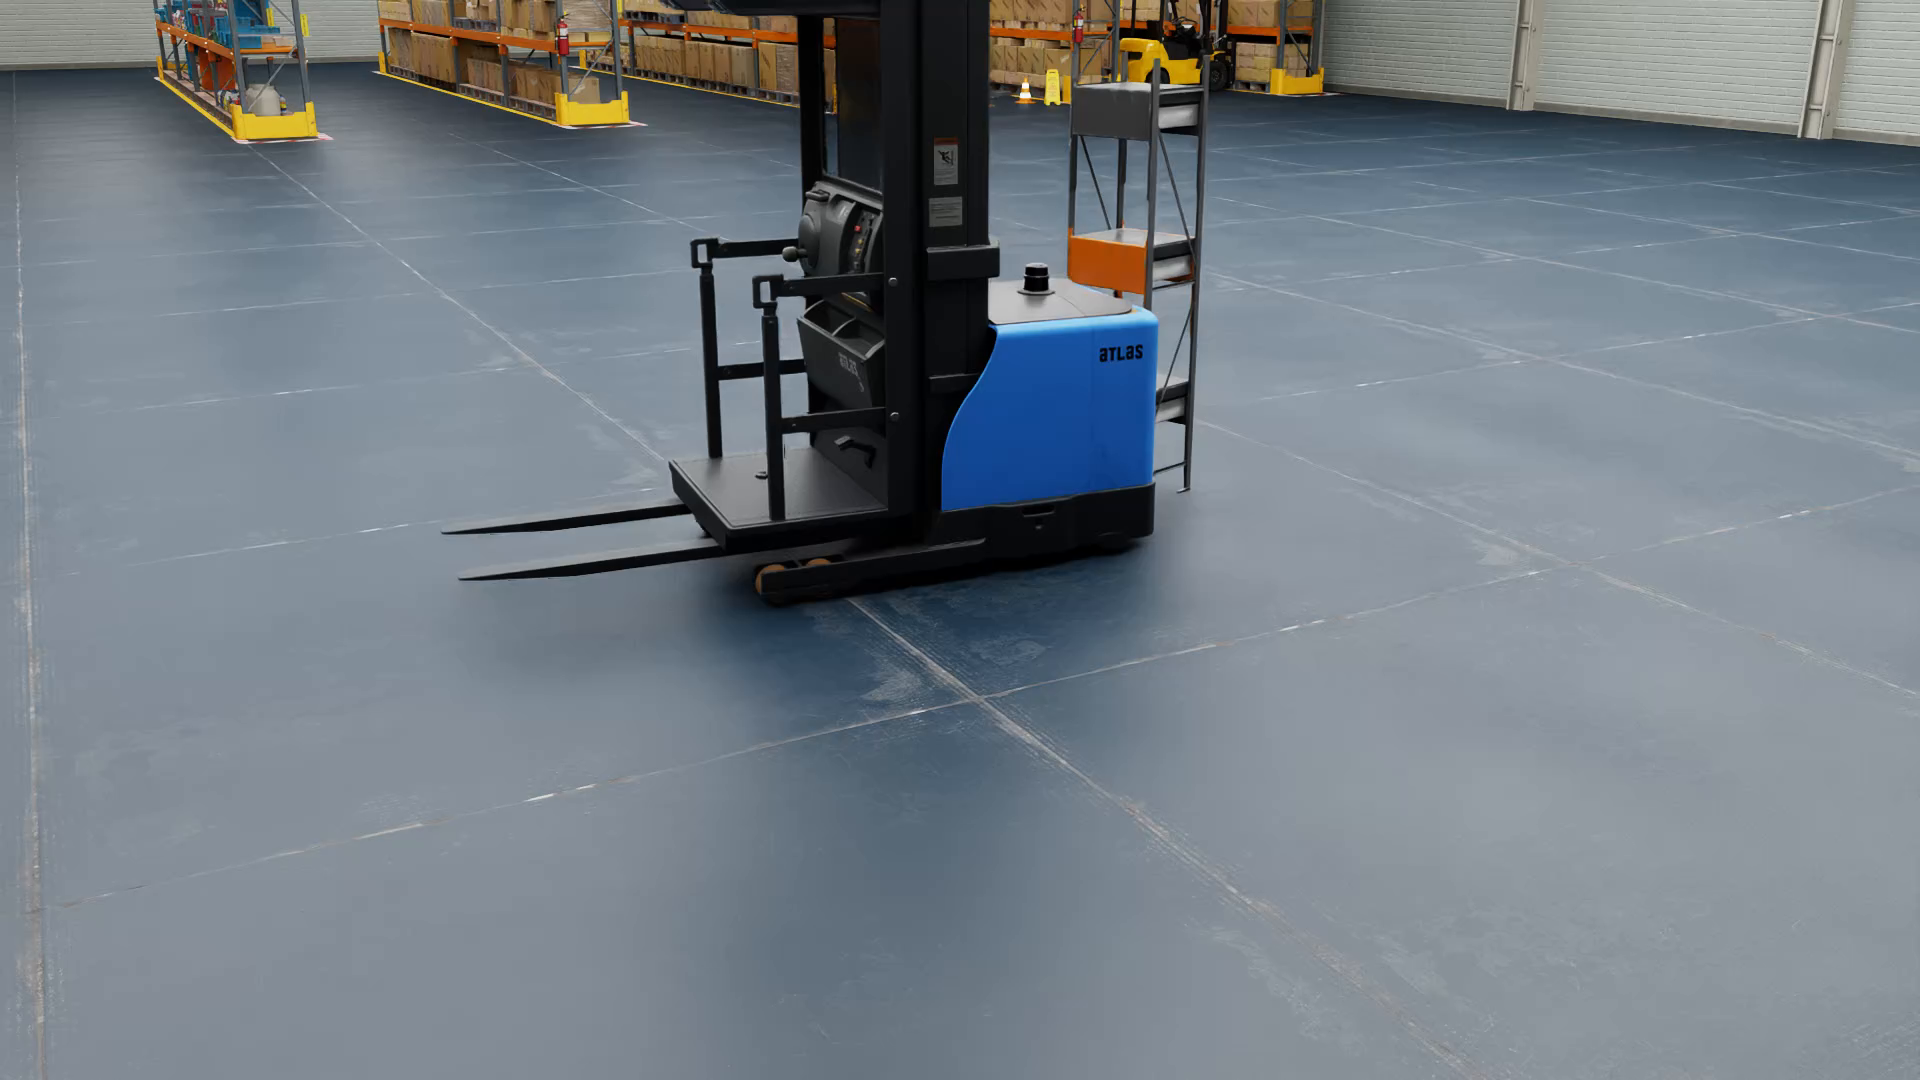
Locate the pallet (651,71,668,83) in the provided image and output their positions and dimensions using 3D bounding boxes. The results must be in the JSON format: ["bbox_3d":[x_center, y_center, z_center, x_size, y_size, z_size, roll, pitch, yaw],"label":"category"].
[{"bbox_3d":[-6.450,-10.688,38.282,1.003,0.211,1.213,-10,21,-27],"label":"pallet"}]

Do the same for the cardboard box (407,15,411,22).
[{"bbox_3d":[-12.250,-11.759,37.495,0.380,0.149,0.250,-10,21,-26],"label":"cardboard box"}]

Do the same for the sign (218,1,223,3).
[{"bbox_3d":[-15.691,-11.289,35.324,0.100,0.325,0.005,-10,21,-27],"label":"sign"}]

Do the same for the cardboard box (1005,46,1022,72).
[{"bbox_3d":[1.255,-9.820,33.914,0.500,0.500,0.500,-9,21,-24],"label":"cardboard box"}]

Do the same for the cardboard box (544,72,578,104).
[{"bbox_3d":[-6.995,-7.944,29.242,0.500,0.500,0.500,-8,21,-22],"label":"cardboard box"}]

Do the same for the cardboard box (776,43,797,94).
[{"bbox_3d":[-2.937,-9.028,31.810,0.875,0.875,0.875,-10,21,-26],"label":"cardboard box"}]

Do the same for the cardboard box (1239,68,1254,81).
[{"bbox_3d":[6.240,-9.830,35.091,0.500,0.250,0.500,-10,21,-27],"label":"cardboard box"}]

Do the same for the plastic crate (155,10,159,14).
[{"bbox_3d":[-17.936,-11.860,37.569,0.416,0.233,0.300,-10,21,-27],"label":"plastic crate"}]

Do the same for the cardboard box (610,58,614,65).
[{"bbox_3d":[-8.382,-11.788,40.921,0.380,0.149,0.250,-10,21,-27],"label":"cardboard box"}]

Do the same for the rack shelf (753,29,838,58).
[{"bbox_3d":[-2.656,-9.369,31.288,1.077,0.370,4.000,-10,21,-27],"label":"rack shelf"}]

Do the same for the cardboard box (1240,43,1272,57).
[{"bbox_3d":[6.228,-10.302,34.926,0.500,0.250,0.500,-10,21,-26],"label":"cardboard box"}]

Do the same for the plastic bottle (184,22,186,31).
[{"bbox_3d":[-14.993,-9.984,32.270,0.097,0.201,0.097,0,19,0],"label":"plastic bottle"}]

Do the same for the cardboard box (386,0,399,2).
[{"bbox_3d":[-13.238,-12.942,39.164,0.500,0.500,0.500,-11,22,-28],"label":"cardboard box"}]

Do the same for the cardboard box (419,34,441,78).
[{"bbox_3d":[-11.071,-10.598,36.359,1.225,0.875,0.875,-11,22,-29],"label":"cardboard box"}]

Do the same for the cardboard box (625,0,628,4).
[{"bbox_3d":[-7.622,-12.616,38.880,0.380,0.149,0.250,-10,21,-26],"label":"cardboard box"}]

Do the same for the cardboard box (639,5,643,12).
[{"bbox_3d":[-7.130,-12.179,38.070,0.380,0.149,0.250,-11,22,-29],"label":"cardboard box"}]

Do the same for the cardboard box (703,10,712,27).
[{"bbox_3d":[-5.046,-11.018,34.810,0.500,0.500,0.500,-10,21,-27],"label":"cardboard box"}]

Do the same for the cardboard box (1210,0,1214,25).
[{"bbox_3d":[5.554,-11.436,36.023,0.500,0.500,0.500,-10,22,-27],"label":"cardboard box"}]

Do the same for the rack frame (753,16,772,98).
[{"bbox_3d":[-3.605,-10.283,32.835,1.000,3.000,0.127,-10,21,-27],"label":"rack frame"}]

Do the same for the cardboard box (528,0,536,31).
[{"bbox_3d":[-6.898,-9.021,28.567,0.875,0.500,0.500,-10,21,-27],"label":"cardboard box"}]

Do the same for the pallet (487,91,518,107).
[{"bbox_3d":[-8.389,-8.449,31.794,1.003,0.211,1.213,-10,21,-27],"label":"pallet"}]

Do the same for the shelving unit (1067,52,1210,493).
[{"bbox_3d":[0.838,-1.258,8.057,0.503,2.100,0.431,18,26,42],"label":"shelving unit"}]

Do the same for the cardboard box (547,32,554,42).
[{"bbox_3d":[-6.718,-8.463,27.943,0.380,0.149,0.250,-10,21,-27],"label":"cardboard box"}]

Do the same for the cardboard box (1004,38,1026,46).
[{"bbox_3d":[1.128,-10.159,33.900,0.380,0.149,0.250,-9,21,-24],"label":"cardboard box"}]

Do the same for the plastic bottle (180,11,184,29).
[{"bbox_3d":[-15.426,-10.332,33.052,0.144,0.351,0.185,-10,21,-27],"label":"plastic bottle"}]

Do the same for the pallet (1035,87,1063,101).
[{"bbox_3d":[2.212,-8.873,33.023,1.003,0.211,1.213,-10,21,-27],"label":"pallet"}]

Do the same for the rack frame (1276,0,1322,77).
[{"bbox_3d":[6.969,-10.701,34.044,1.000,3.000,0.127,-10,21,-27],"label":"rack frame"}]

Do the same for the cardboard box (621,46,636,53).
[{"bbox_3d":[-7.958,-11.841,40.163,0.380,0.149,0.250,-10,21,-26],"label":"cardboard box"}]

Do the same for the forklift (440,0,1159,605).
[{"bbox_3d":[-0.689,-1.311,6.938,3.031,2.935,1.130,-8,20,-21],"label":"forklift"}]

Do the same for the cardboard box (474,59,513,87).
[{"bbox_3d":[-9.307,-9.372,33.352,0.700,0.500,0.500,-12,22,-31],"label":"cardboard box"}]

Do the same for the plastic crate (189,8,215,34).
[{"bbox_3d":[-13.779,-9.444,30.304,0.402,0.464,0.583,-10,21,-27],"label":"plastic crate"}]

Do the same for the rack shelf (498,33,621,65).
[{"bbox_3d":[-7.069,-8.630,29.146,1.077,0.370,4.000,-10,21,-27],"label":"rack shelf"}]

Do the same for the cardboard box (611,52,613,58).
[{"bbox_3d":[-8.396,-12.000,41.080,0.380,0.149,0.250,-11,22,-29],"label":"cardboard box"}]

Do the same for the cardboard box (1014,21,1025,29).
[{"bbox_3d":[1.314,-10.384,33.510,0.380,0.149,0.250,-10,21,-27],"label":"cardboard box"}]

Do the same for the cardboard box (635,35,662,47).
[{"bbox_3d":[-7.286,-11.698,38.973,0.500,0.250,0.500,-11,22,-29],"label":"cardboard box"}]

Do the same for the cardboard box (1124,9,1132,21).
[{"bbox_3d":[4.148,-12.173,38.541,0.500,0.250,0.500,-10,21,-26],"label":"cardboard box"}]

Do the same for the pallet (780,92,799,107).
[{"bbox_3d":[-2.730,-8.384,31.605,1.003,0.211,1.213,-10,21,-27],"label":"pallet"}]

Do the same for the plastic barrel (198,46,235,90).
[{"bbox_3d":[-14.524,-9.236,32.481,0.600,0.830,0.708,-10,21,-27],"label":"plastic barrel"}]

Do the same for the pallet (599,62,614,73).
[{"bbox_3d":[-8.338,-11.800,41.504,1.003,0.211,1.213,-10,21,-27],"label":"pallet"}]

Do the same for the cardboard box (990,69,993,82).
[{"bbox_3d":[0.746,-9.767,34.909,0.500,0.250,0.500,-11,22,-29],"label":"cardboard box"}]

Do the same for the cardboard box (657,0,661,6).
[{"bbox_3d":[-6.514,-11.947,36.940,0.380,0.149,0.250,-10,21,-27],"label":"cardboard box"}]

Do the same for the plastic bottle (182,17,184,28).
[{"bbox_3d":[-15.178,-10.128,32.583,0.097,0.271,0.097,0,19,0],"label":"plastic bottle"}]

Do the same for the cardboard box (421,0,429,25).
[{"bbox_3d":[-11.342,-11.429,36.002,0.500,0.500,0.500,-11,22,-28],"label":"cardboard box"}]

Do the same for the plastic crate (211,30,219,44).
[{"bbox_3d":[-11.981,-8.243,27.247,0.450,0.188,0.662,-10,21,-27],"label":"plastic crate"}]

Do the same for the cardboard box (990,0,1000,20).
[{"bbox_3d":[0.926,-10.957,34.177,0.500,0.500,0.500,-10,21,-27],"label":"cardboard box"}]

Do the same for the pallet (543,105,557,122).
[{"bbox_3d":[-6.510,-7.338,28.574,1.003,0.211,1.213,-10,21,-27],"label":"pallet"}]

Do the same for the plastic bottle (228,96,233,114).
[{"bbox_3d":[-11.807,-7.043,26.933,0.061,0.283,0.133,-9,21,-25],"label":"plastic bottle"}]

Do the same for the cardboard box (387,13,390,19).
[{"bbox_3d":[-13.349,-12.423,39.419,0.380,0.149,0.250,-10,22,-28],"label":"cardboard box"}]

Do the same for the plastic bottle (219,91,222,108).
[{"bbox_3d":[-12.434,-7.450,28.123,0.152,0.276,0.135,-9,21,-25],"label":"plastic bottle"}]

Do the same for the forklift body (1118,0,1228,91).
[{"bbox_3d":[4.463,-10.561,34.941,2.313,2.155,1.214,-10,21,-27],"label":"forklift body"}]

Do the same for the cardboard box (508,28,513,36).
[{"bbox_3d":[-7.931,-9.176,30.010,0.380,0.149,0.250,-10,21,-27],"label":"cardboard box"}]

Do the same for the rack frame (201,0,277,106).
[{"bbox_3d":[-12.377,-8.777,28.469,1.000,3.000,0.127,-10,21,-27],"label":"rack frame"}]
